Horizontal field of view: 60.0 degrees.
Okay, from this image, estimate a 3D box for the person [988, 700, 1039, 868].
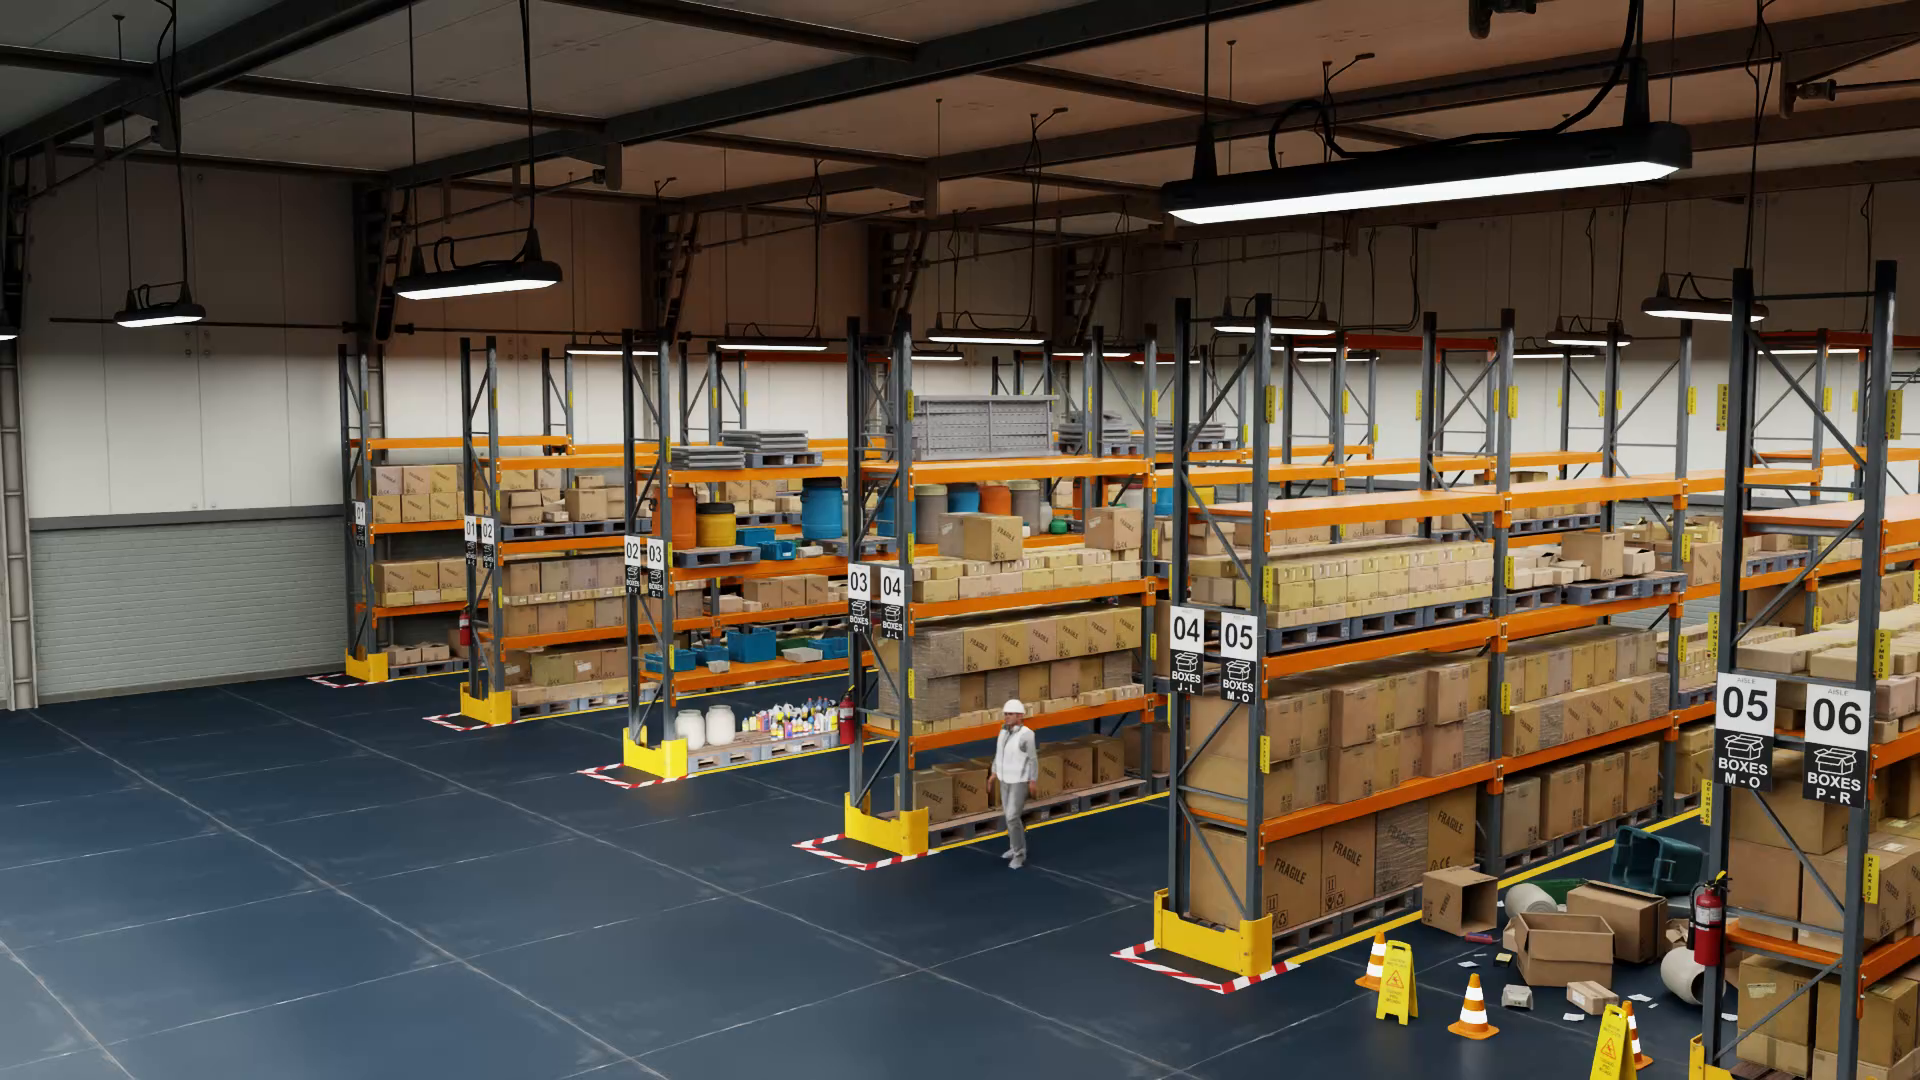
[{"bbox_3d":[0.576,2.679,18.245,0.469,1.859,0.546,-4,6,-35],"label":"person"}]
